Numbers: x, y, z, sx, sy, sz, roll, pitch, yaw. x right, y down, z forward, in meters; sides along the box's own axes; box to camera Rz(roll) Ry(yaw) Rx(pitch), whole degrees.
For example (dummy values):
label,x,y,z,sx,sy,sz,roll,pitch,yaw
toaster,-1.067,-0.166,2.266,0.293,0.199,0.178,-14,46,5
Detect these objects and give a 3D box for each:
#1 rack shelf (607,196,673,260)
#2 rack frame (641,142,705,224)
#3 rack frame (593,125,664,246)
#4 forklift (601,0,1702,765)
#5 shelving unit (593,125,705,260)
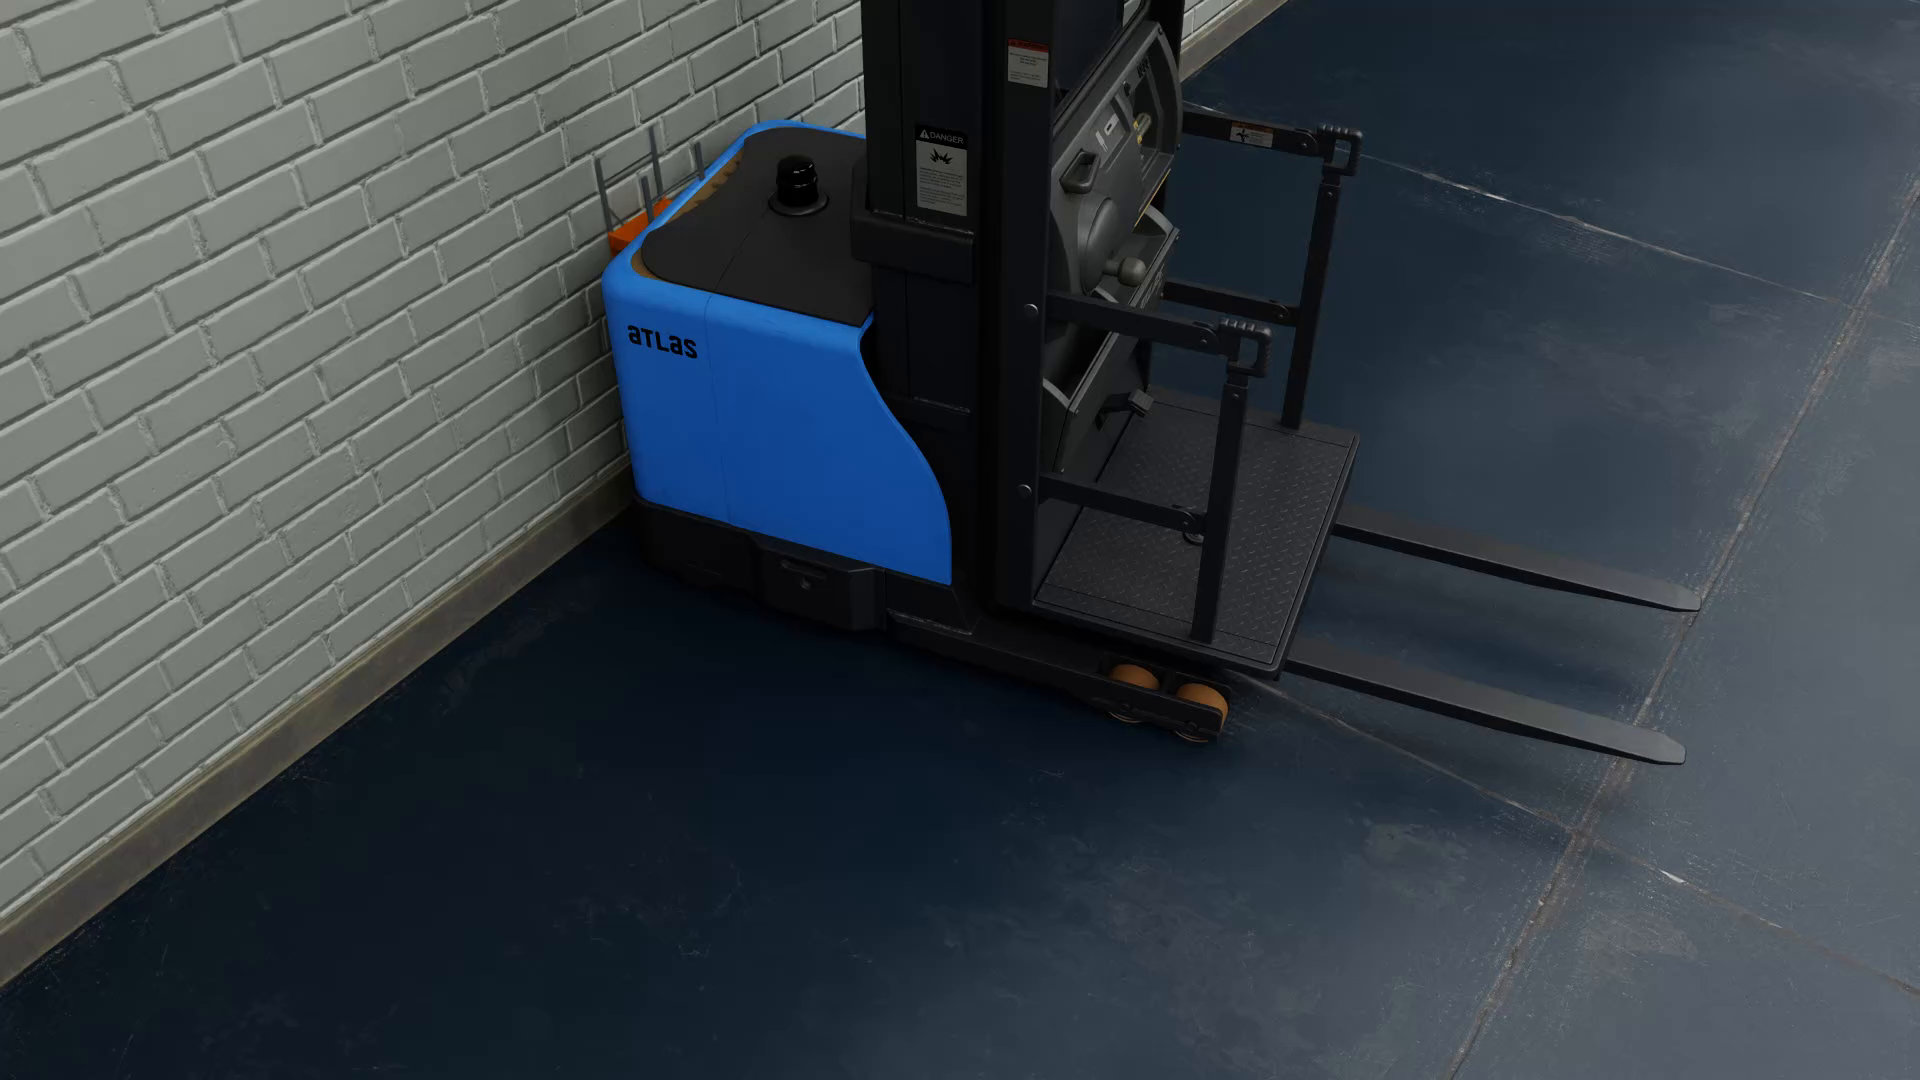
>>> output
label,x,y,z,sx,sy,sz,roll,pitch,yaw
rack shelf,-0.878,-0.889,4.888,0.180,0.103,0.258,25,49,26
rack frame,-0.795,-0.623,5.062,0.006,1.200,0.240,25,49,26
rack frame,-0.944,-0.691,5.142,0.006,1.200,0.240,25,49,26
forklift,0.583,-0.935,4.097,3.031,2.935,1.130,15,44,16
shelving unit,-0.870,-0.657,5.102,0.189,1.200,0.258,25,49,26
